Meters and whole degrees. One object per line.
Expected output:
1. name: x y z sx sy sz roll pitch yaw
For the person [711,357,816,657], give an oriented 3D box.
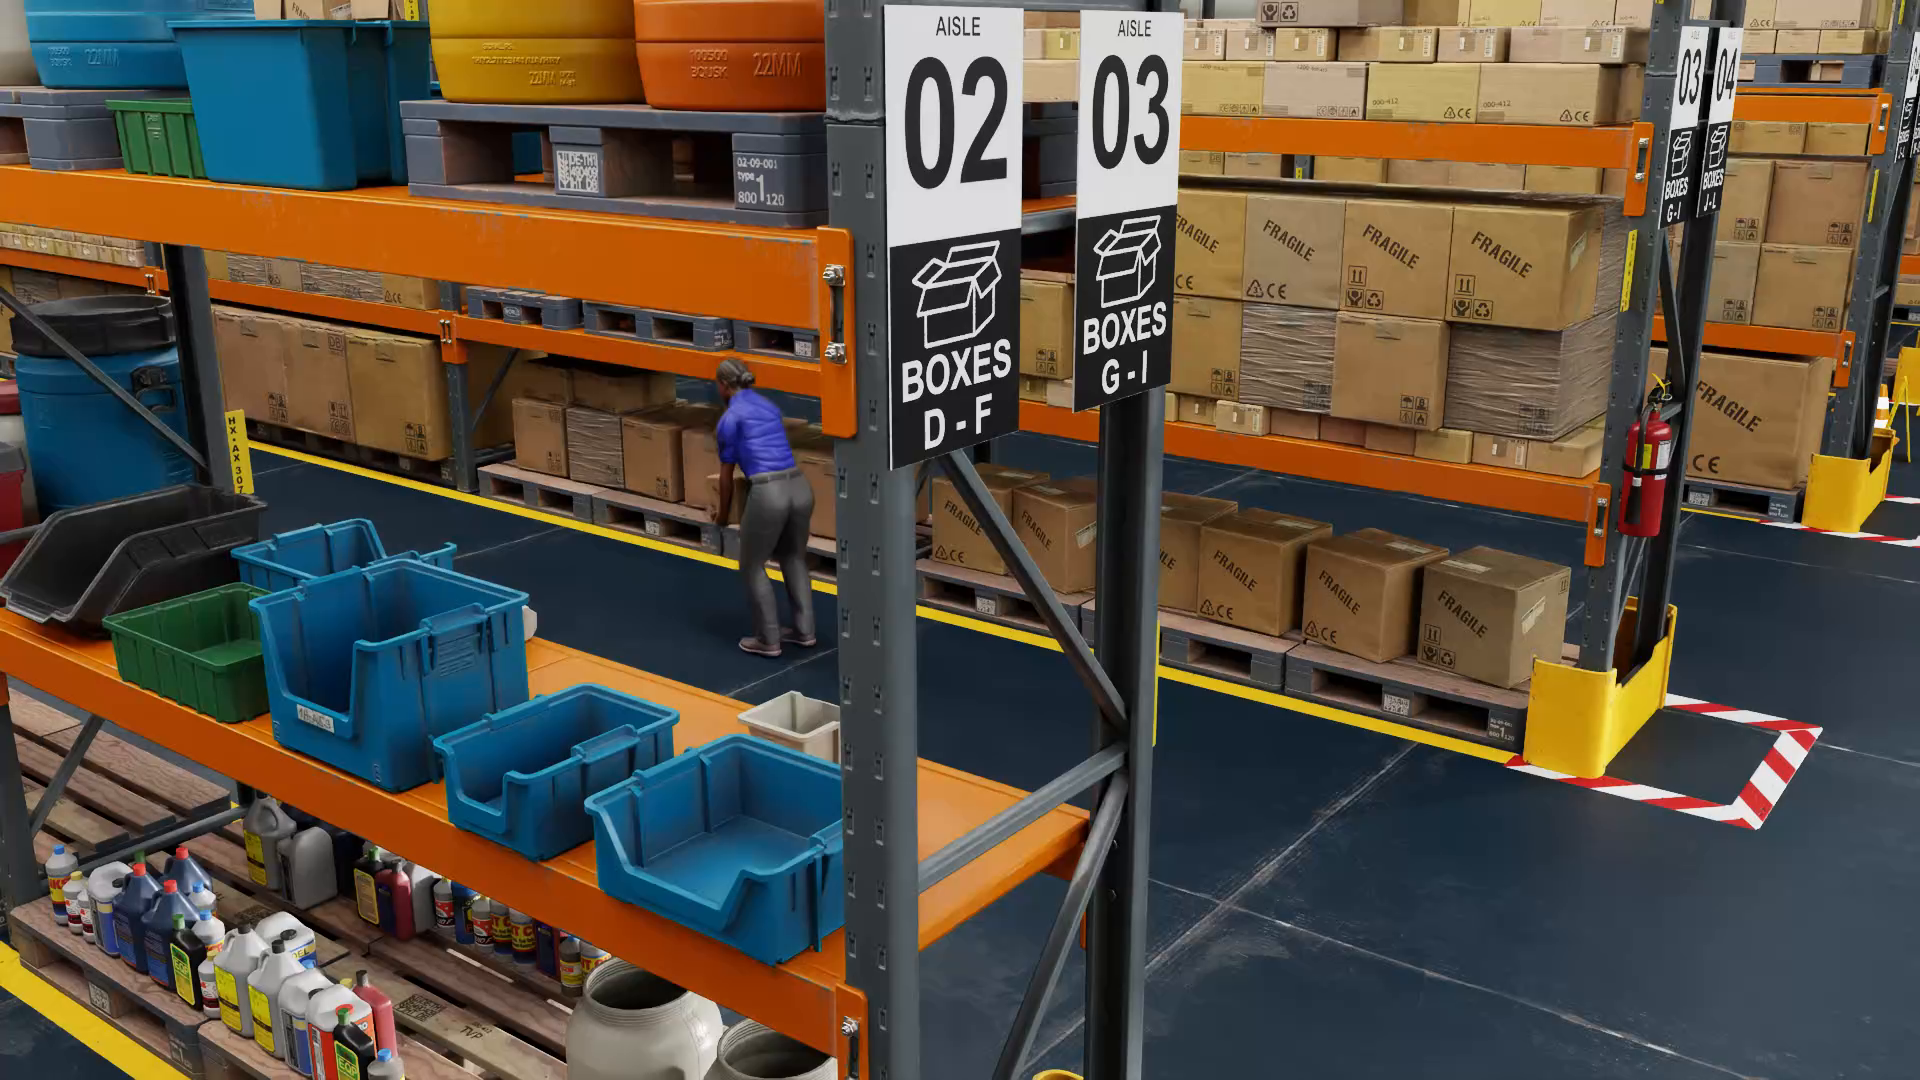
1. person: -1.058 -0.170 8.852 0.408 1.532 0.597 -16 23 -42
